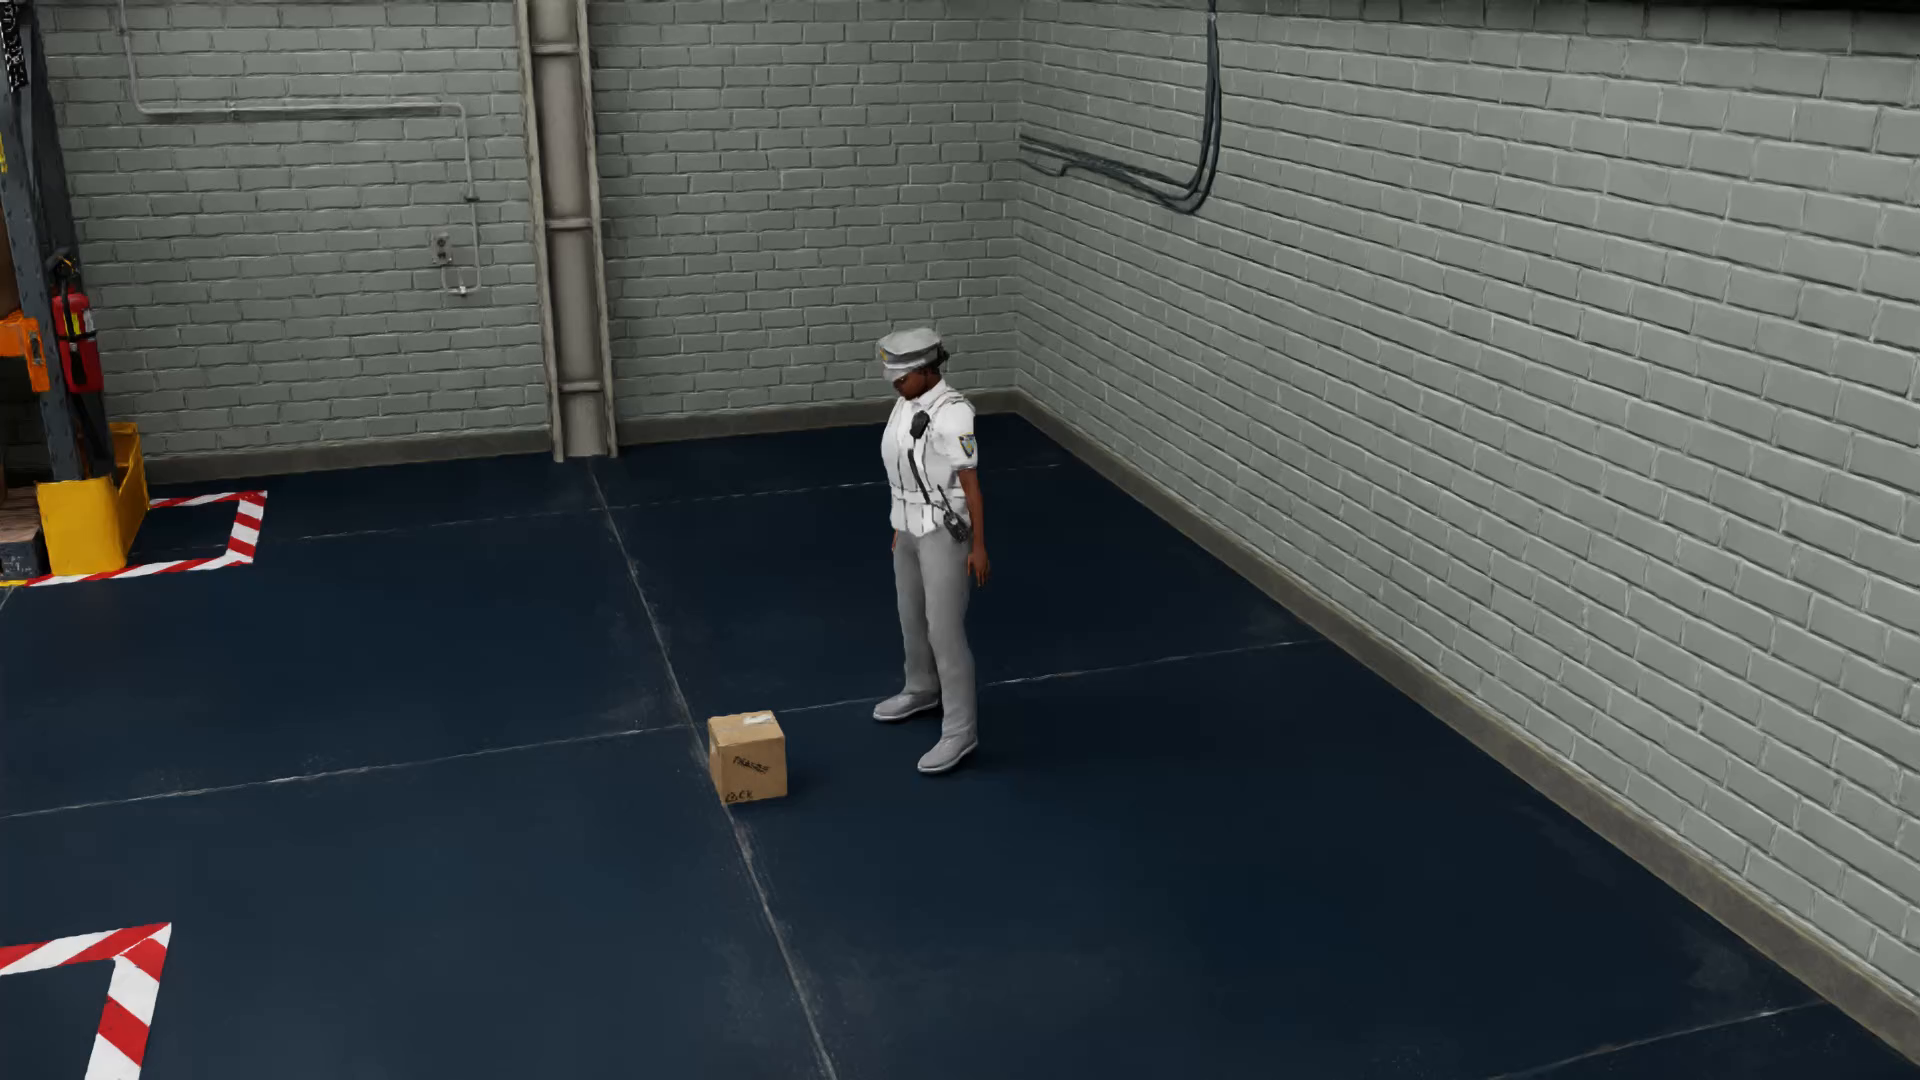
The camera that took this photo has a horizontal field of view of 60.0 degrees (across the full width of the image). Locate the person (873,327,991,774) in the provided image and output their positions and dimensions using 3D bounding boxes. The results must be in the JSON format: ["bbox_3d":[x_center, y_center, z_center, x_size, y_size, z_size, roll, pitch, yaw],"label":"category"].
[{"bbox_3d":[-0.122,0.013,6.480,0.429,1.656,0.623,-13,23,-32],"label":"person"}]
